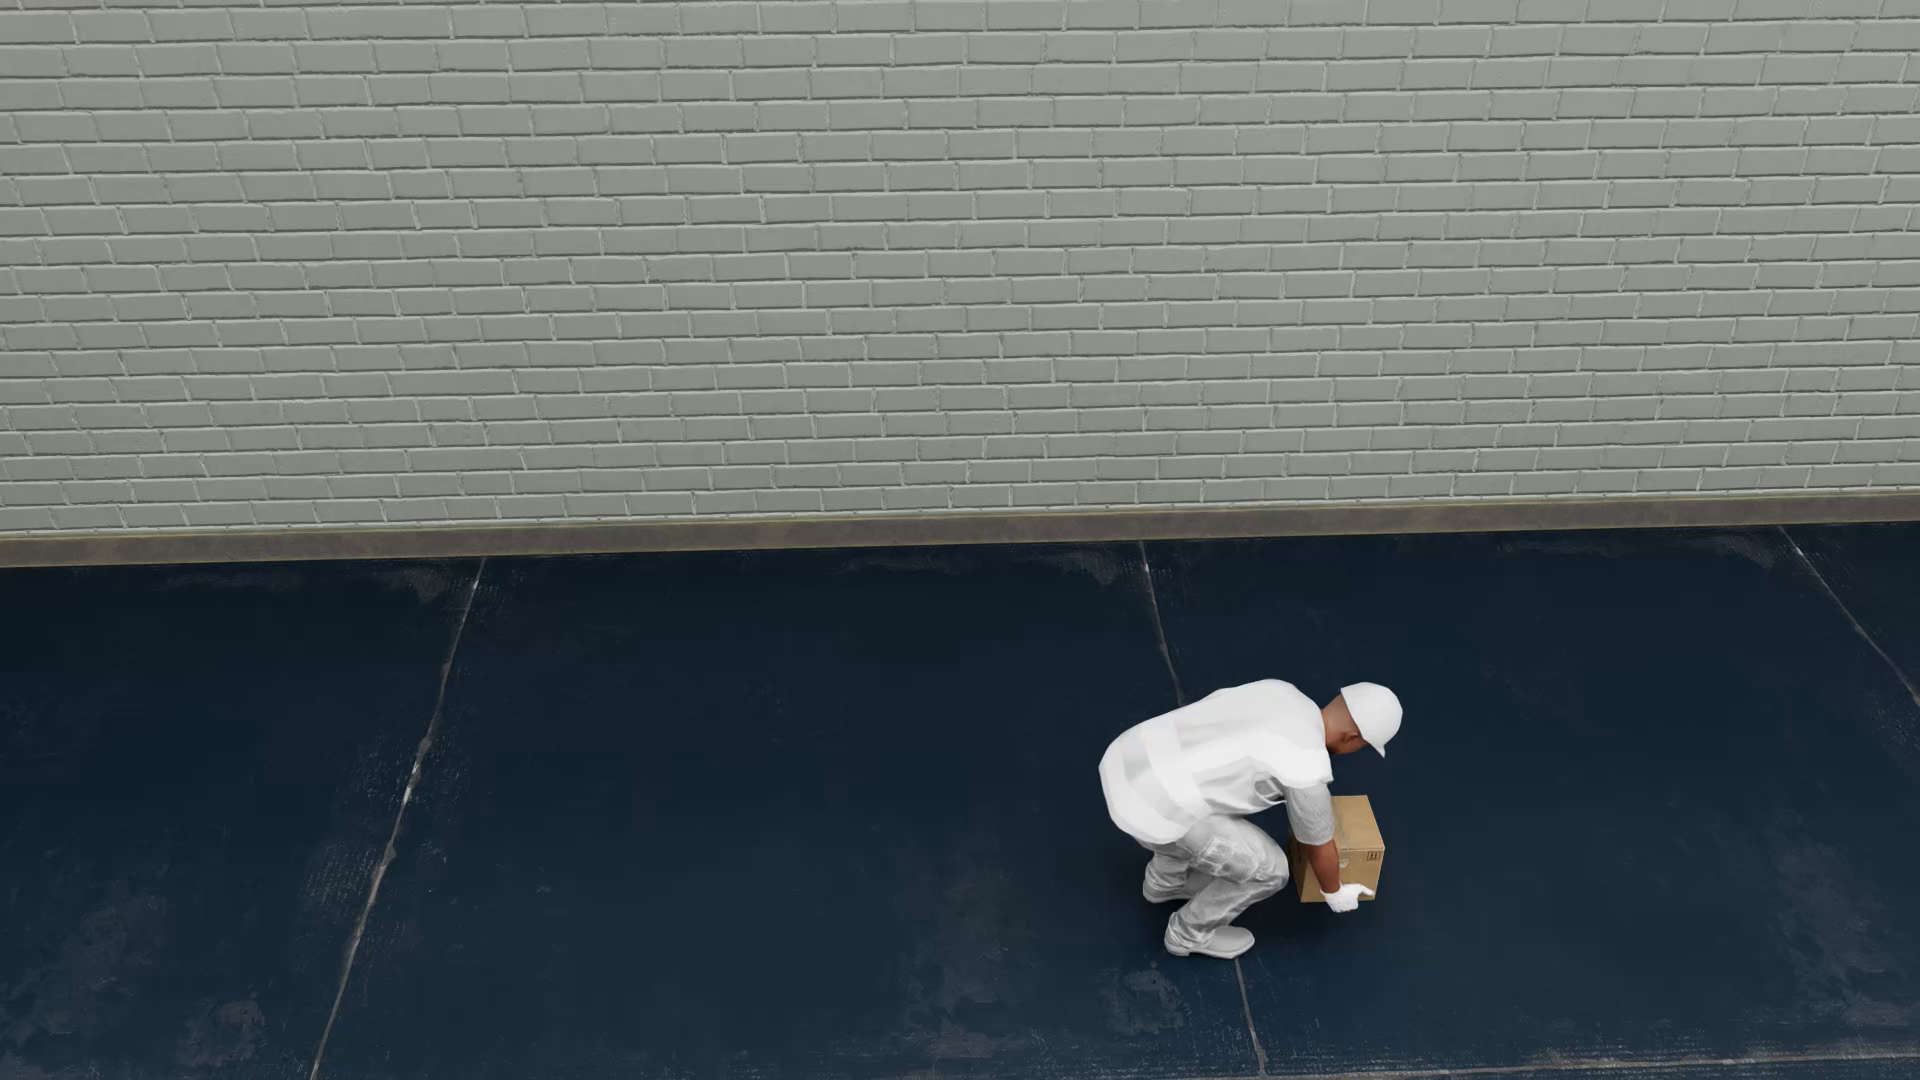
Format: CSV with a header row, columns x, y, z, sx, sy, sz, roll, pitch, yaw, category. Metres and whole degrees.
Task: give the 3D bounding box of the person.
x,y,z,sx,sy,sz,roll,pitch,yaw,category
0.939,0.901,5.529,0.959,0.995,0.542,-3,35,-4,person
